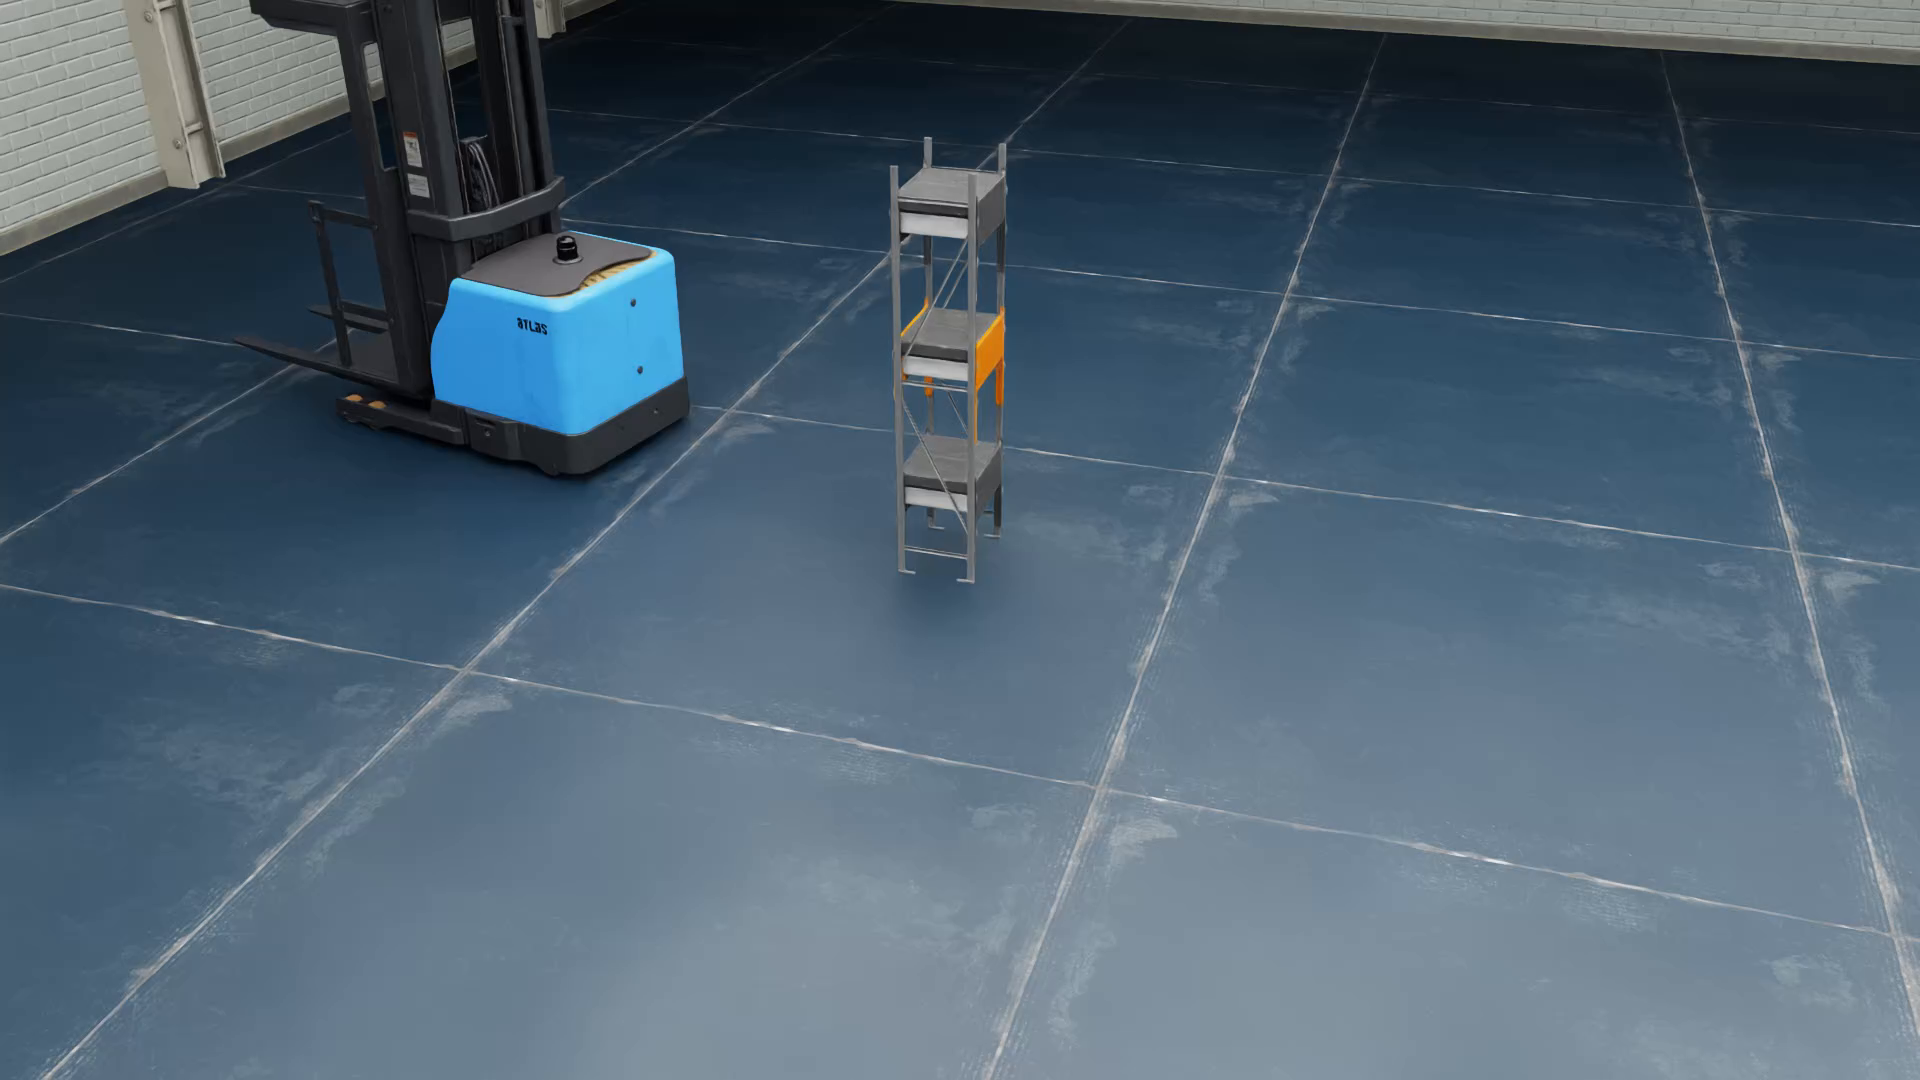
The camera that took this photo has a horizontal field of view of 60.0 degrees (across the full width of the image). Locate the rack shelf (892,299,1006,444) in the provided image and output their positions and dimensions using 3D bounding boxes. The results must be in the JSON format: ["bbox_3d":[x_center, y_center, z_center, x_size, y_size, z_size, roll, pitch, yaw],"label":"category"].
[{"bbox_3d":[-0.049,-0.829,8.108,0.431,0.518,0.480,8,30,15],"label":"rack shelf"}]

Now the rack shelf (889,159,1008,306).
[{"bbox_3d":[-0.049,-1.440,7.768,0.431,0.518,0.480,8,30,15],"label":"rack shelf"}]

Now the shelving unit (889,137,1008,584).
[{"bbox_3d":[-0.049,-0.841,8.101,0.431,2.100,0.503,8,30,15],"label":"shelving unit"}]

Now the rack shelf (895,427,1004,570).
[{"bbox_3d":[-0.049,-0.217,8.448,0.431,0.518,0.480,8,30,15],"label":"rack shelf"}]

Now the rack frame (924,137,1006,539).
[{"bbox_3d":[0.023,-0.954,8.305,0.400,2.100,0.015,8,30,15],"label":"rack frame"}]

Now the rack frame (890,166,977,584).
[{"bbox_3d":[-0.120,-0.727,7.897,0.400,2.100,0.015,8,30,15],"label":"rack frame"}]

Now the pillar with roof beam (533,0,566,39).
[{"bbox_3d":[-0.691,-9.194,16.021,9.100,9.000,0.400,8,30,15],"label":"pillar with roof beam"}]

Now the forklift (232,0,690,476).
[{"bbox_3d":[-3.162,-2.148,9.597,3.031,2.935,1.130,15,33,25],"label":"forklift"}]

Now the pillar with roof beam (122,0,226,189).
[{"bbox_3d":[-2.452,-6.406,11.009,9.100,9.000,0.400,8,30,15],"label":"pillar with roof beam"}]
